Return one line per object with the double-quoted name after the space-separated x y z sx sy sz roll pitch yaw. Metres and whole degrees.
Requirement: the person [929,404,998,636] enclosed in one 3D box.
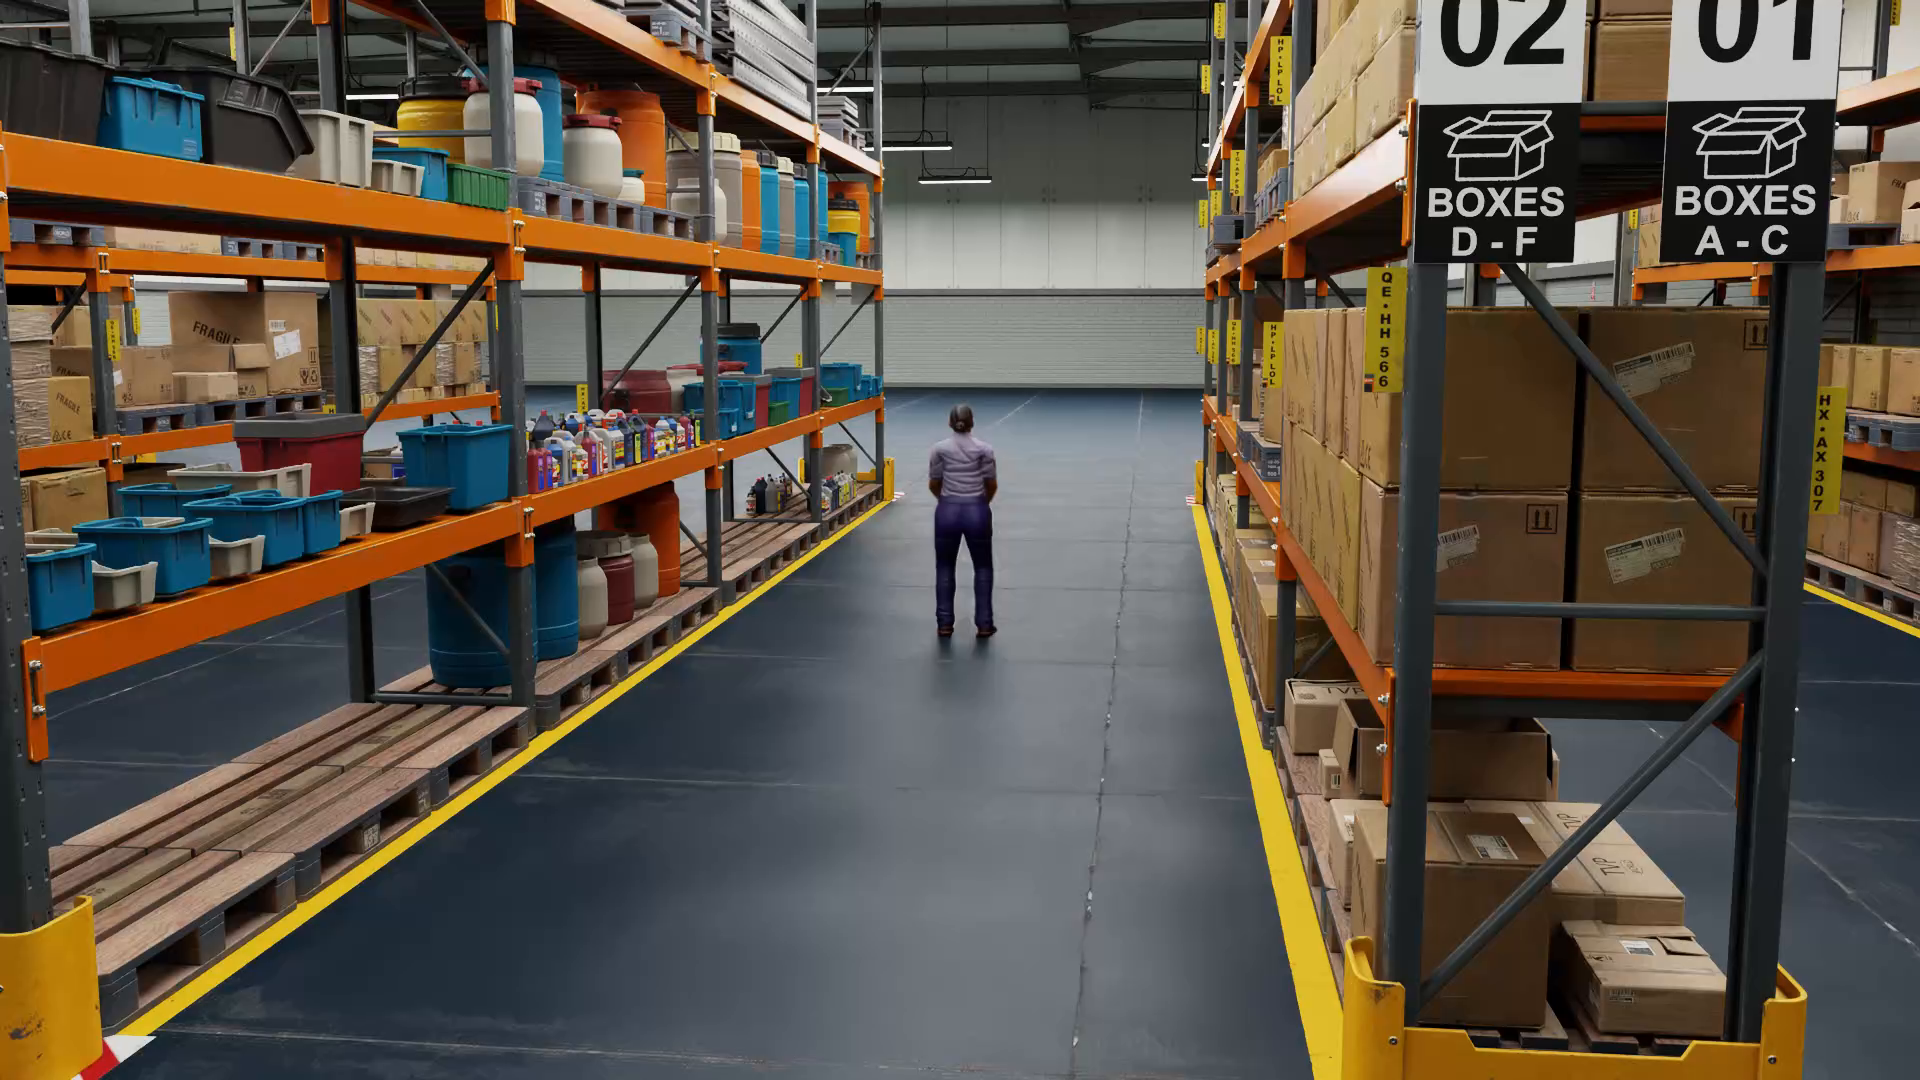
0.026 -0.149 11.919 0.487 1.654 0.476 1 8 6 "person"
